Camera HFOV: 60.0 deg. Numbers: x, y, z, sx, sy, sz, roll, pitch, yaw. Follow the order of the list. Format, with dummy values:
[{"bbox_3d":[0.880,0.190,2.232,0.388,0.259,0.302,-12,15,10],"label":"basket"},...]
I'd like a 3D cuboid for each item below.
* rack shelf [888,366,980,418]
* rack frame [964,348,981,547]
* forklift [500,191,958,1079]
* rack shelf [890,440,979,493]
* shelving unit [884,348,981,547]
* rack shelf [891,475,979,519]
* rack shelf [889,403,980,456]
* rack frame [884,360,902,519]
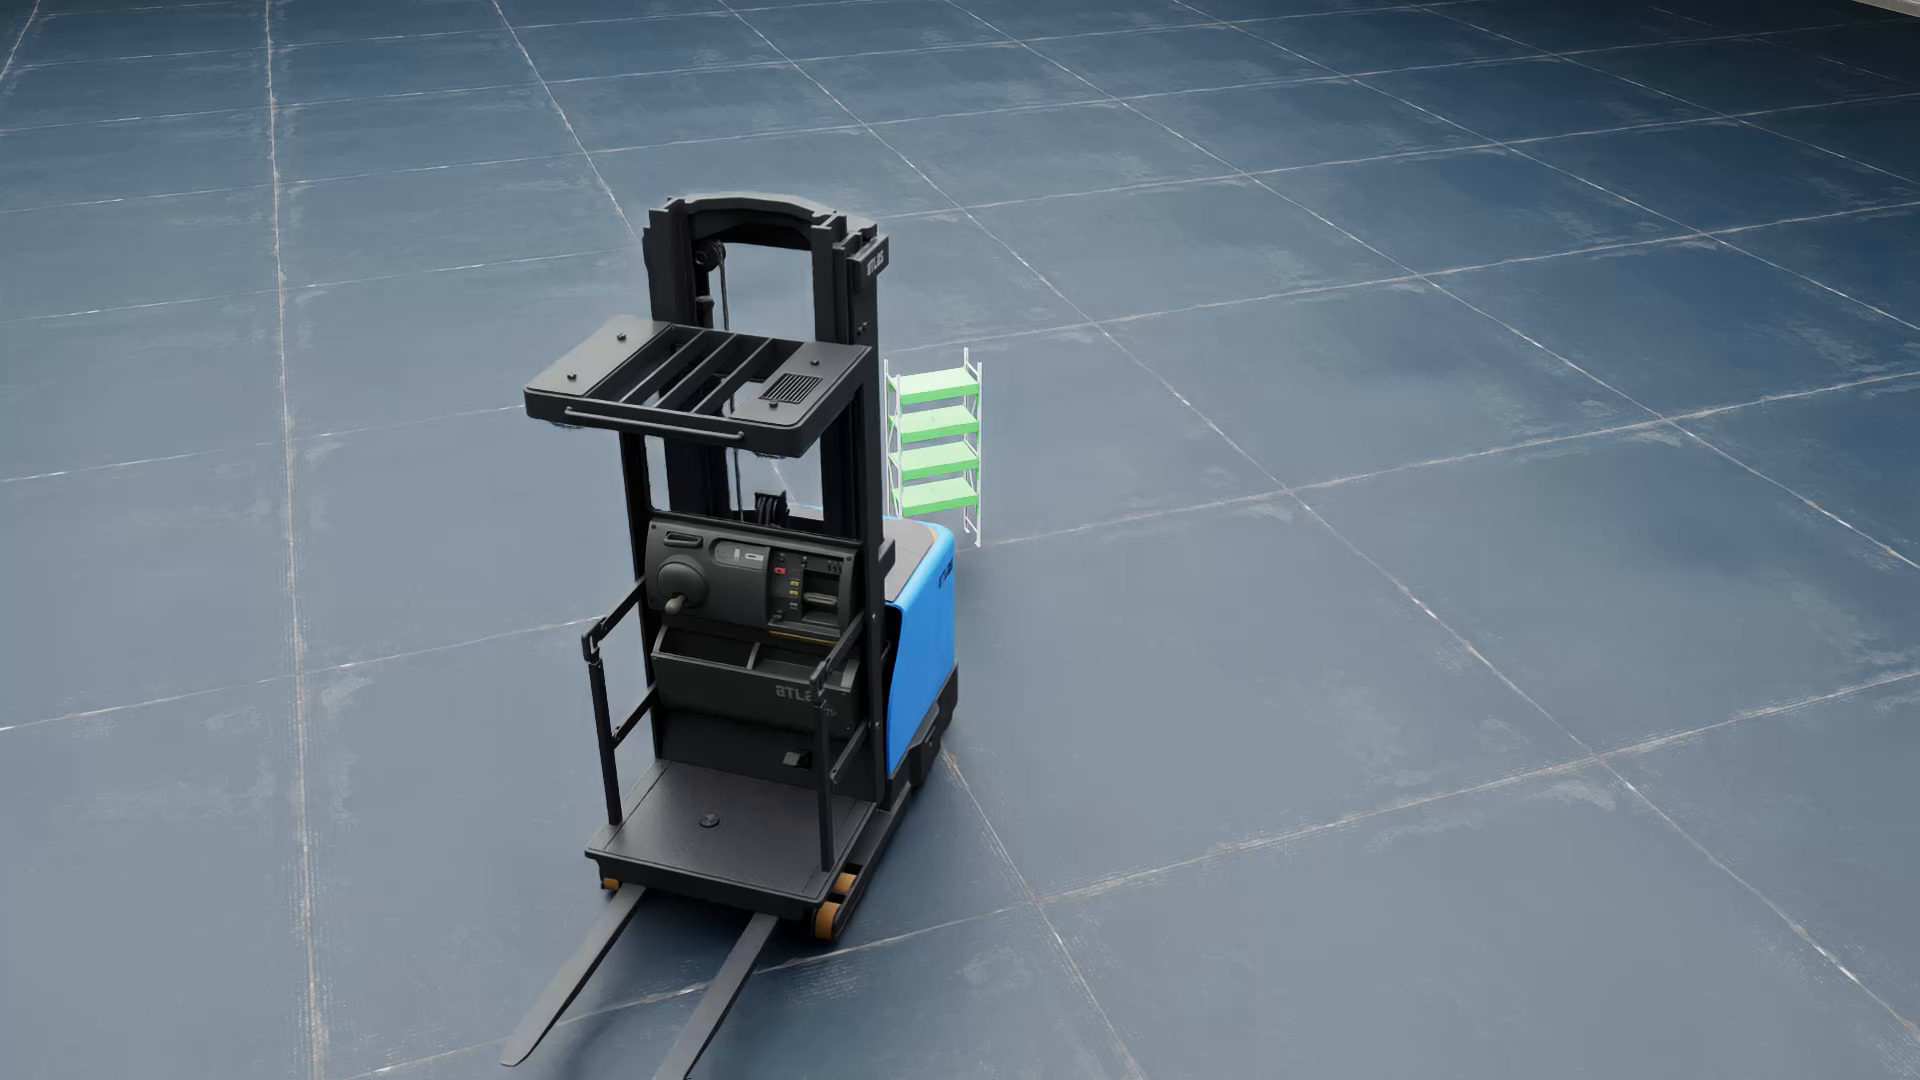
[{"bbox_3d":[-0.155,-0.854,9.547,0.480,0.148,0.258,-10,31,-18],"label":"rack shelf"},{"bbox_3d":[0.074,-0.535,9.827,0.015,1.200,0.240,-10,31,-18],"label":"rack frame"},{"bbox_3d":[-0.944,0.213,6.767,1.130,2.935,3.031,9,31,15],"label":"forklift"},{"bbox_3d":[-0.155,-0.437,9.785,0.480,0.148,0.258,-10,31,-18],"label":"rack shelf"},{"bbox_3d":[-0.155,-0.493,9.753,0.503,1.200,0.258,-10,31,-18],"label":"shelving unit"},{"bbox_3d":[-0.155,-0.229,9.904,0.480,0.148,0.258,-10,31,-18],"label":"rack shelf"},{"bbox_3d":[-0.155,-0.646,9.666,0.480,0.148,0.258,-10,31,-18],"label":"rack shelf"},{"bbox_3d":[-0.384,-0.451,9.679,0.015,1.200,0.240,-10,31,-18],"label":"rack frame"}]
